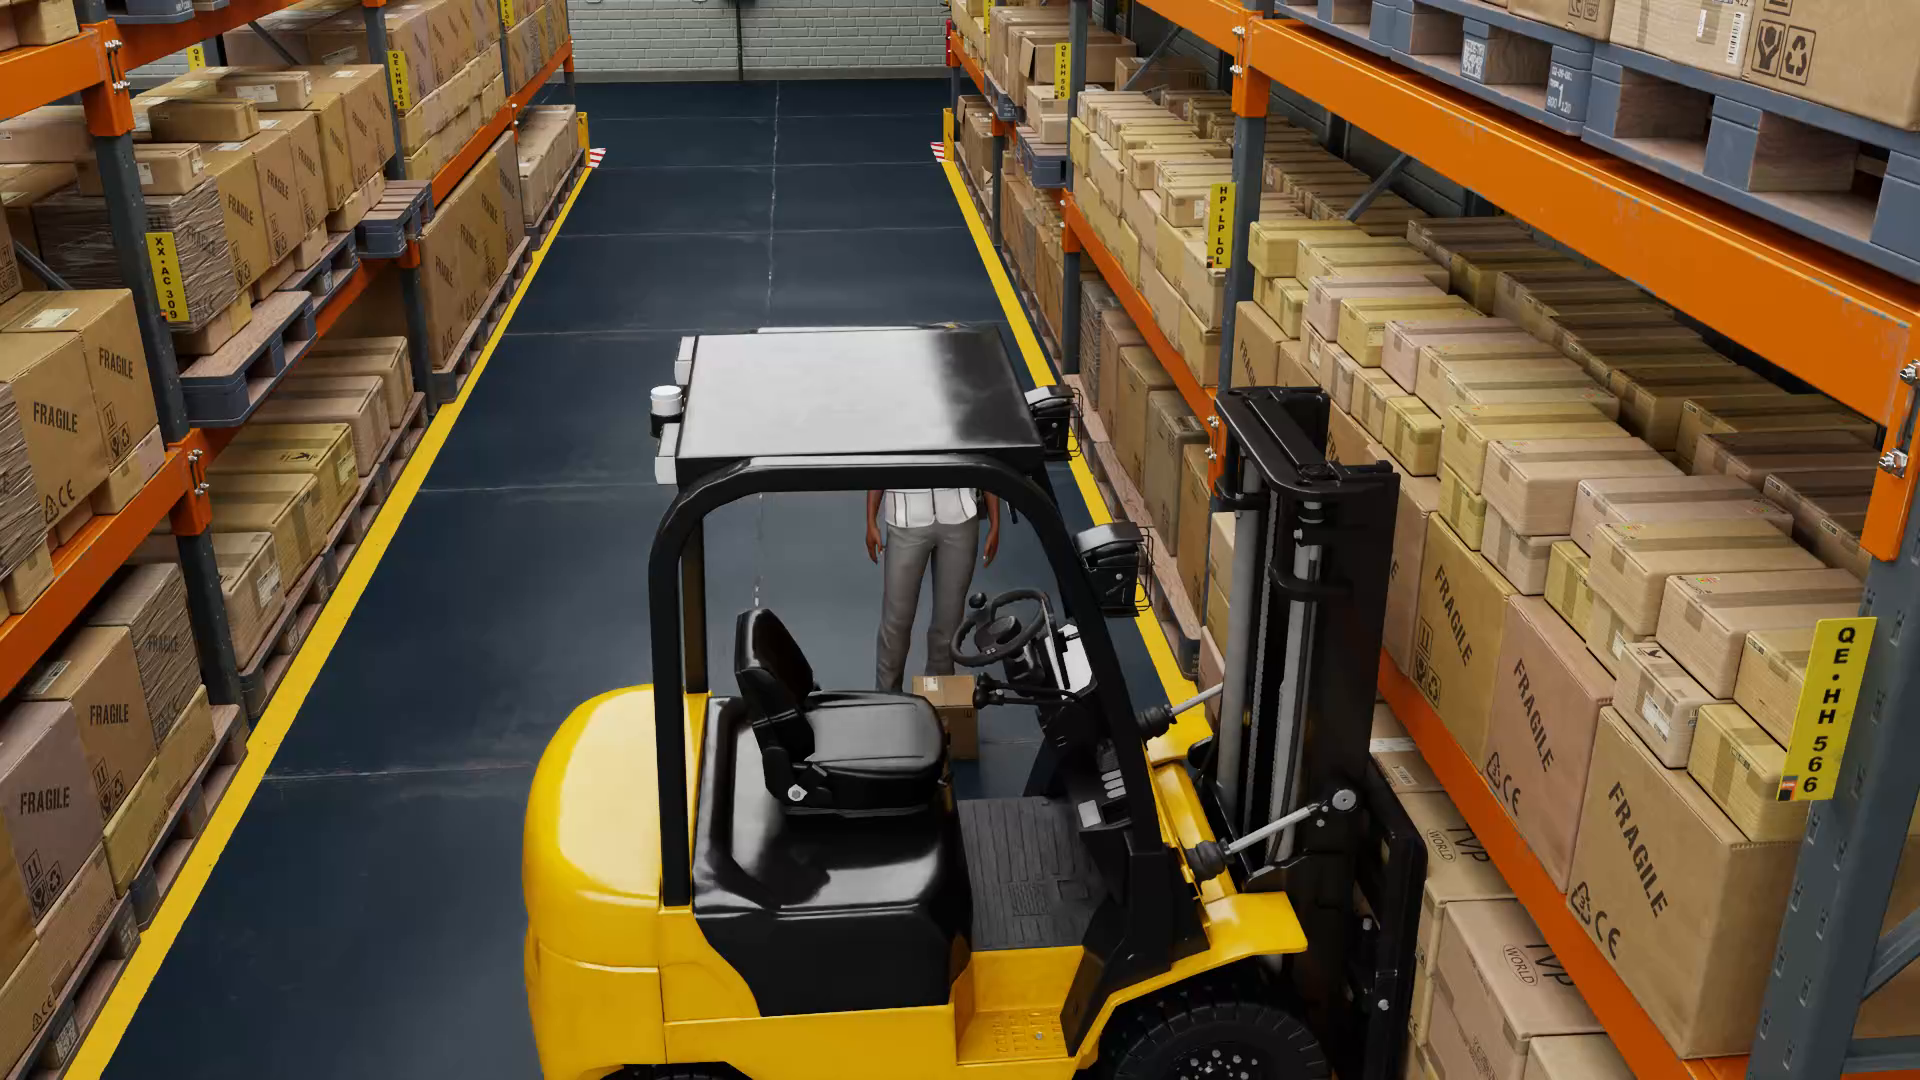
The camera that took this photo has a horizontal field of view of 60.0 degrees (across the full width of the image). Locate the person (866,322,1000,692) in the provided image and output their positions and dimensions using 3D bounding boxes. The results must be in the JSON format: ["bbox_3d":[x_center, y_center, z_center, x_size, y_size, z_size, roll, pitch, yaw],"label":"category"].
[{"bbox_3d":[-0.117,-0.031,6.607,0.568,1.694,0.529,-2,24,-5],"label":"person"}]
